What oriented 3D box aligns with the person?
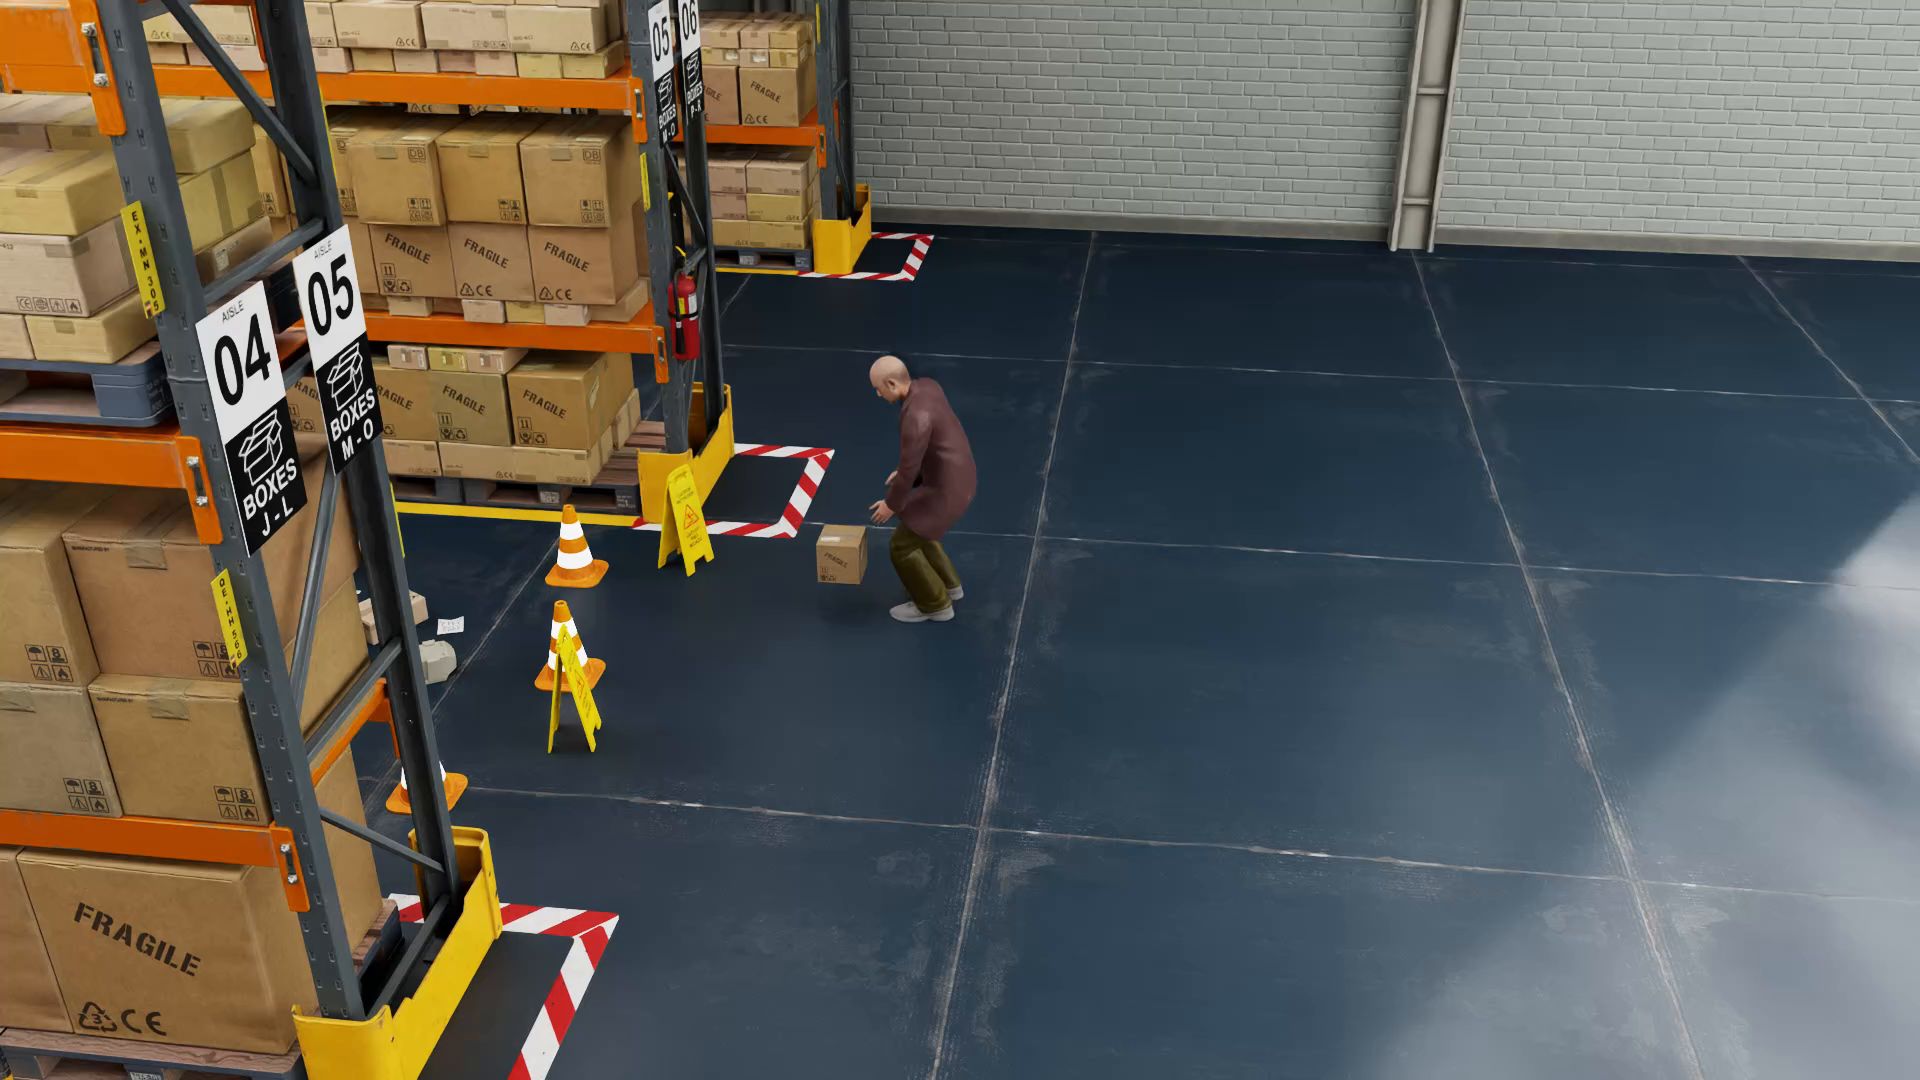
[{"bbox_3d":[-0.200,-0.286,9.392,0.588,1.582,0.623,4,28,7],"label":"person"}]
